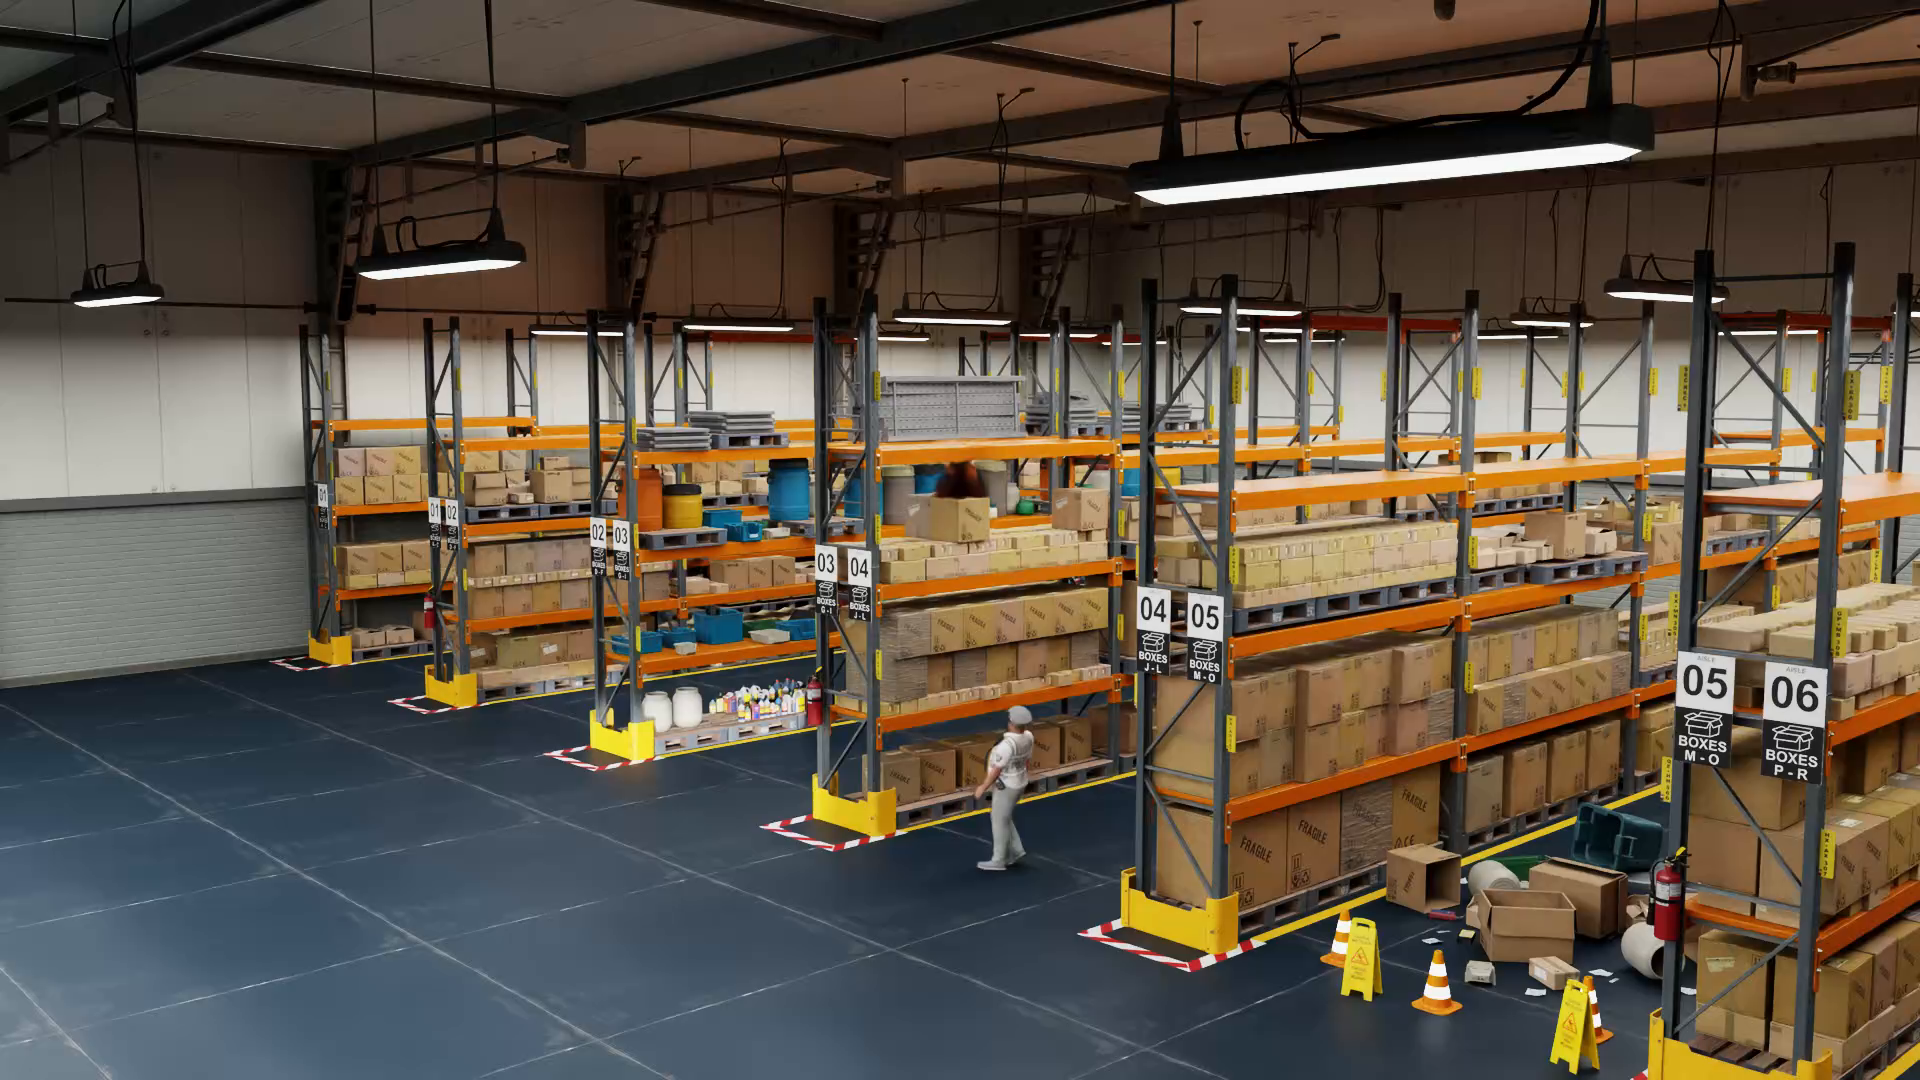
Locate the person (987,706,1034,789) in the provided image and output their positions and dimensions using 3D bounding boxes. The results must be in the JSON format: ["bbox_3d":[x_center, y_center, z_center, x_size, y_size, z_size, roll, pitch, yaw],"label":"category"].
[{"bbox_3d":[0.522,2.123,17.147,0.495,0.871,0.532,2,6,19],"label":"person"}]

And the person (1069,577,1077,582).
[{"bbox_3d":[2.083,0.970,33.078,0.499,1.593,0.434,-3,7,-28],"label":"person"}]

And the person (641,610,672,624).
[{"bbox_3d":[-5.895,1.071,32.029,0.758,1.627,0.897,5,8,43],"label":"person"}]
